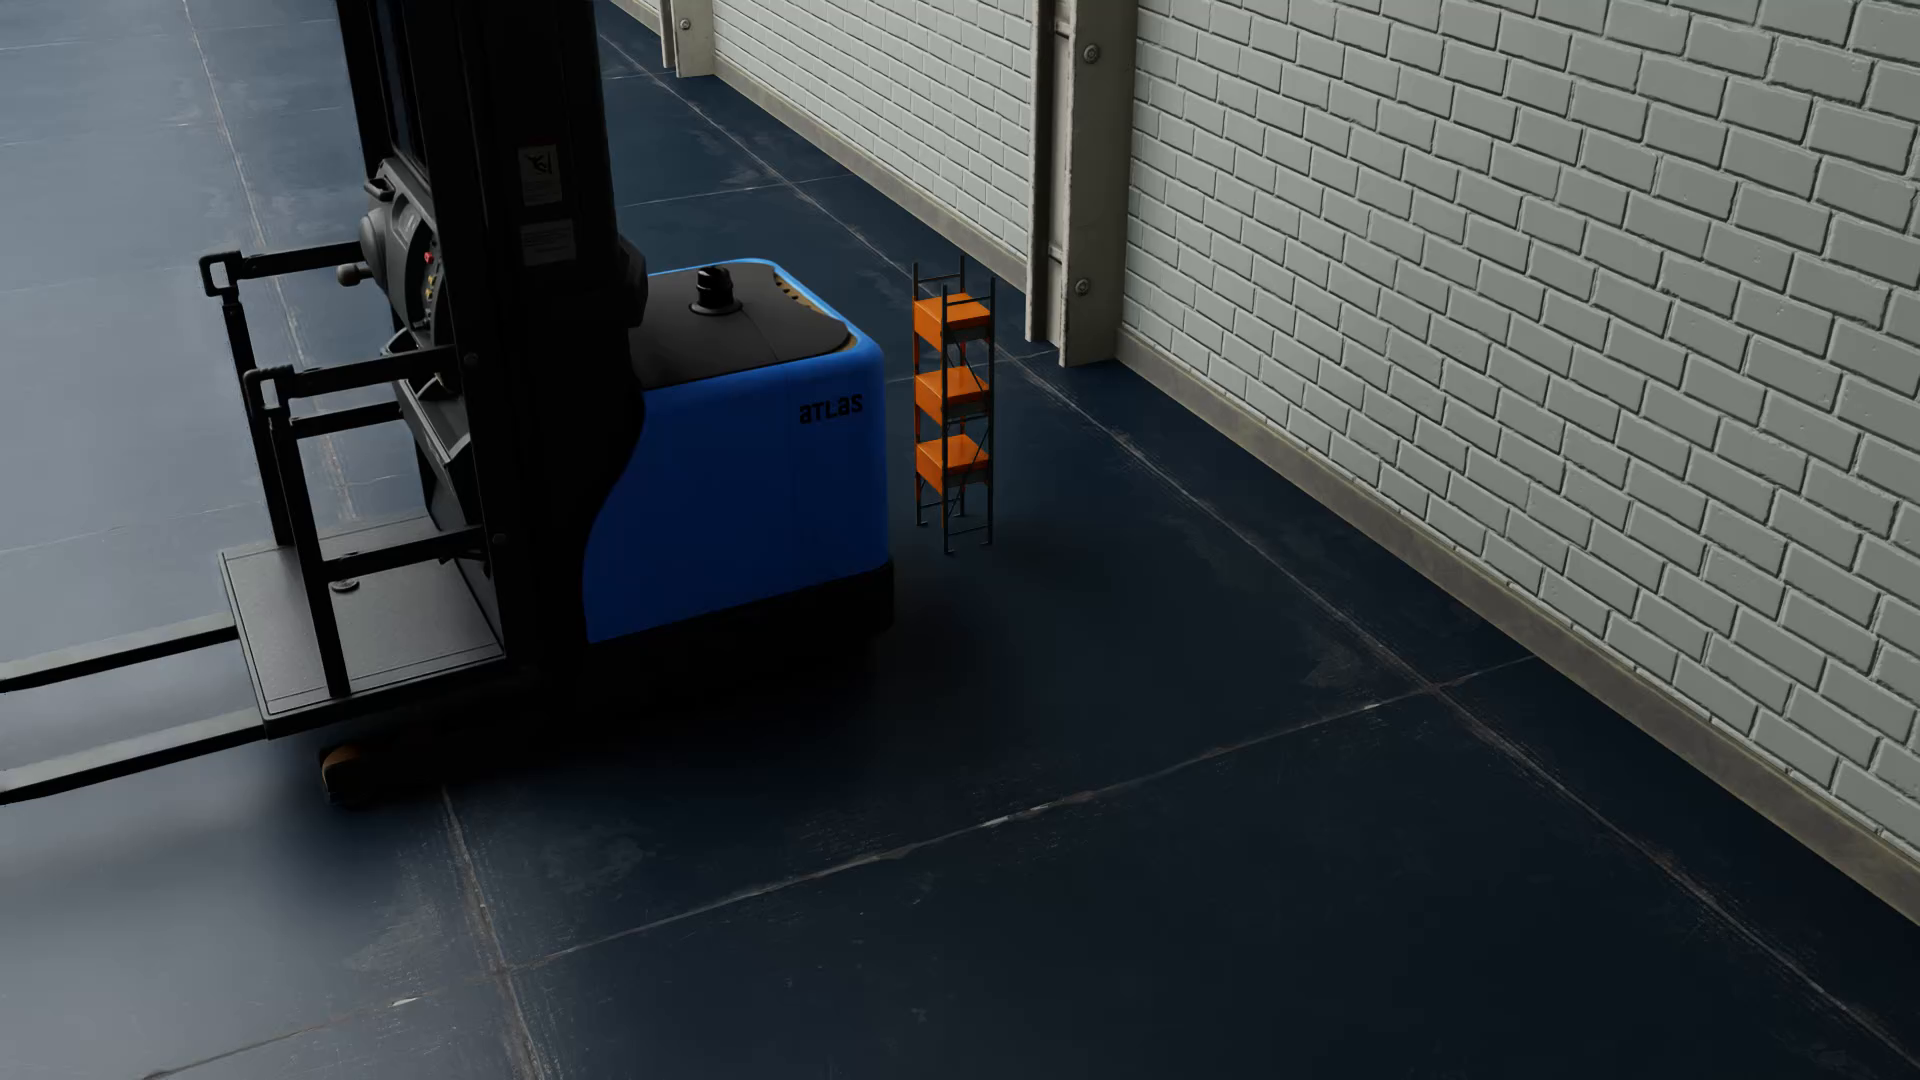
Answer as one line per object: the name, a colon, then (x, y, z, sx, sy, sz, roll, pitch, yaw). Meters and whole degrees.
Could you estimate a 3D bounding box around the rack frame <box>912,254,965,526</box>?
rack frame: (-0.075, -0.535, 6.131, 0.200, 1.050, 0.008, -13, 32, -22)

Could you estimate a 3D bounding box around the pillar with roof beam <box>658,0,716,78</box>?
pillar with roof beam: (-5.930, -6.585, 8.793, 9.100, 9.000, 0.400, -13, 32, -22)

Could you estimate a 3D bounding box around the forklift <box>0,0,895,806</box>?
forklift: (-1.766, -0.805, 4.689, 3.031, 2.935, 1.130, -15, 32, -24)

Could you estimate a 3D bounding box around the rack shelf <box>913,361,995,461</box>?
rack shelf: (-0.023, -0.472, 6.041, 0.215, 0.259, 0.240, -13, 32, -22)

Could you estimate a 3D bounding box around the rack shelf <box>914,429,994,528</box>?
rack shelf: (-0.023, -0.230, 6.176, 0.215, 0.259, 0.240, -13, 32, -22)

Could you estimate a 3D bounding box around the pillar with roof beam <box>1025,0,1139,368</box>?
pillar with roof beam: (-3.354, -3.935, 4.067, 9.100, 9.000, 0.400, -13, 32, -22)

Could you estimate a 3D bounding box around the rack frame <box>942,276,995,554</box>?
rack frame: (0.029, -0.428, 5.939, 0.200, 1.050, 0.008, -13, 32, -22)

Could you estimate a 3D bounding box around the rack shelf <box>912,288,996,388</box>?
rack shelf: (-0.023, -0.720, 5.902, 0.215, 0.259, 0.240, -13, 32, -22)

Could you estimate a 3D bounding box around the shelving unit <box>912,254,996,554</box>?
shelving unit: (-0.023, -0.482, 6.035, 0.215, 1.050, 0.252, -13, 32, -22)
